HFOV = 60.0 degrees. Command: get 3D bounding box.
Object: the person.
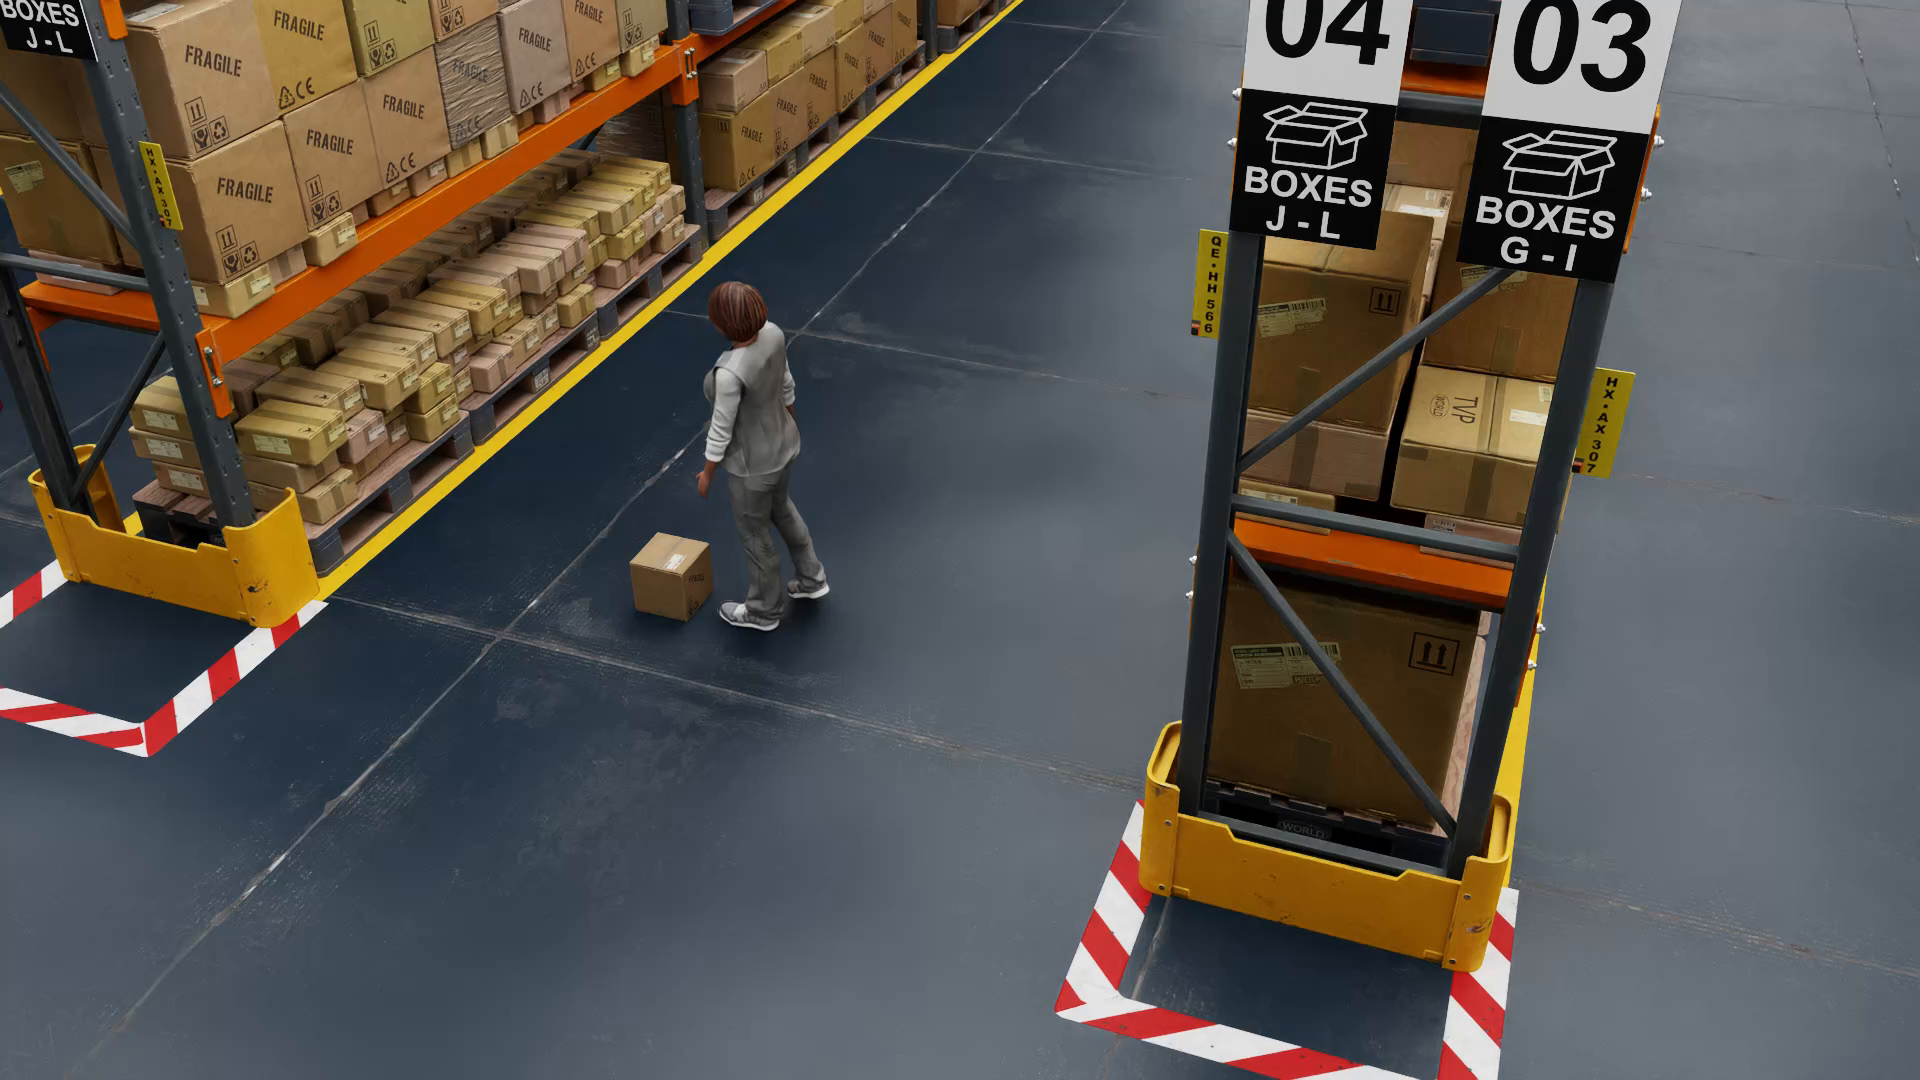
[{"bbox_3d":[-0.806,-0.235,6.704,0.411,1.391,0.523,11,35,16],"label":"person"}]
